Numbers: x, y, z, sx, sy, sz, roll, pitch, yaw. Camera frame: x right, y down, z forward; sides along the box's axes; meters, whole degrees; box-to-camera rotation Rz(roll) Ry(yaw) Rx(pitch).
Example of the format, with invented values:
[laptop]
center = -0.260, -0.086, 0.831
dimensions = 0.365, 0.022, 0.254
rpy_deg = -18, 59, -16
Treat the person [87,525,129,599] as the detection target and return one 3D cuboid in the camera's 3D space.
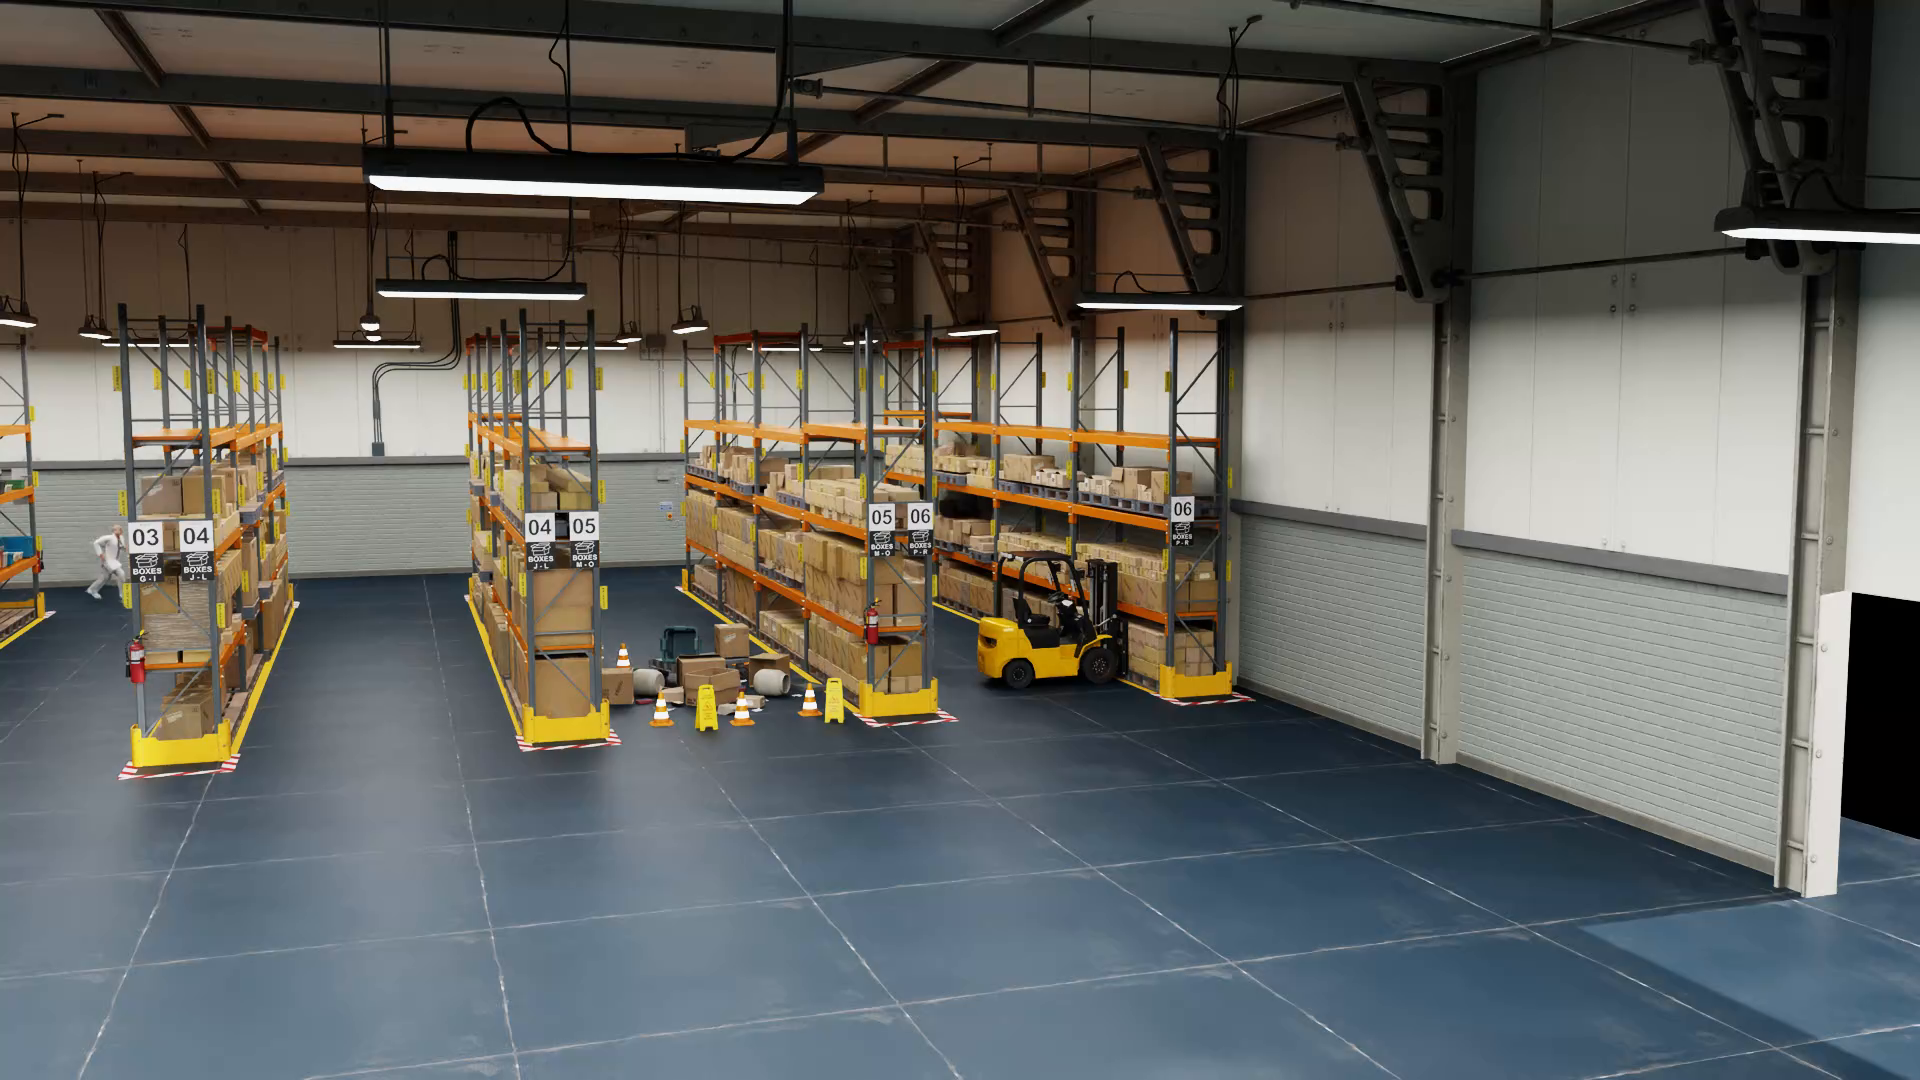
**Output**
[person]
center = -19.394, 0.551, 37.865
dimensions = 1.078, 1.800, 0.704
rpy_deg = 0, 5, 0
